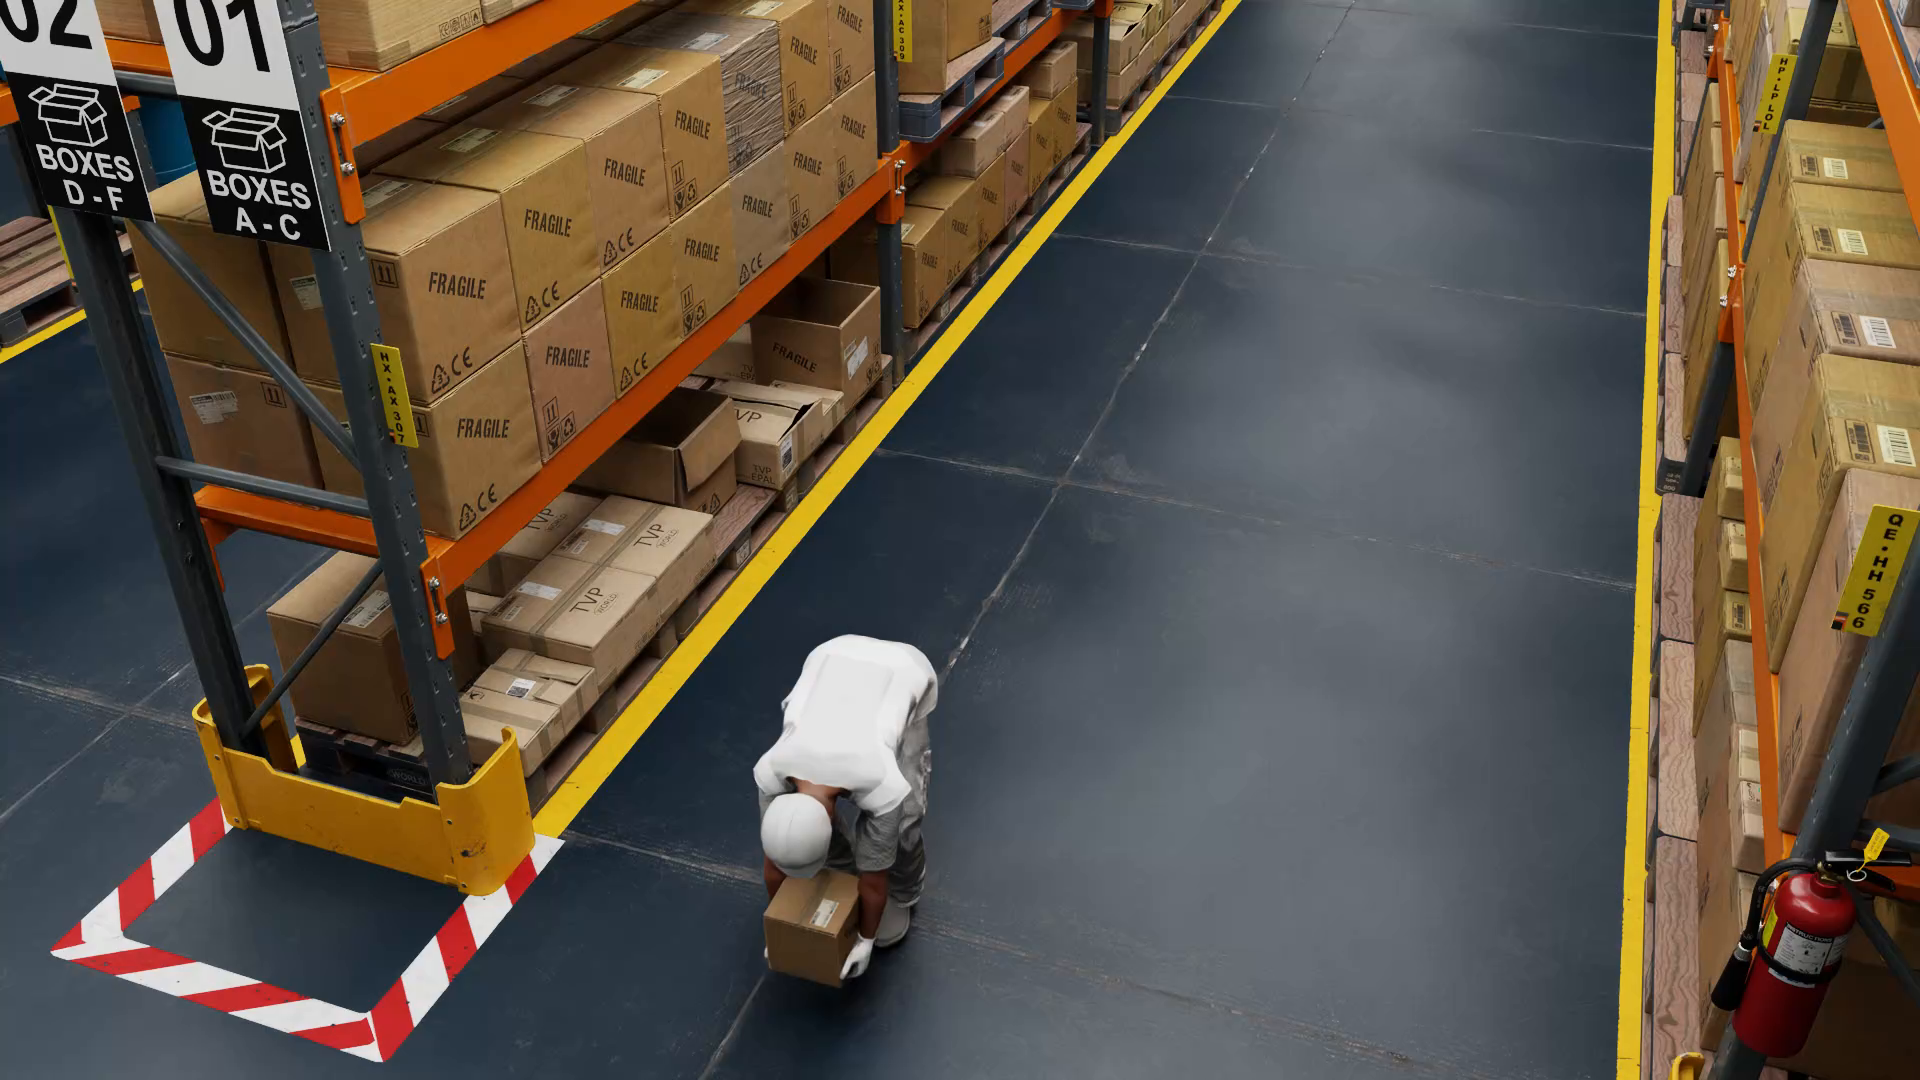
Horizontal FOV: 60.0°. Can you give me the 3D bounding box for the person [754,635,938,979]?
[{"bbox_3d":[-0.371,0.921,5.358,0.513,1.063,0.990,10,34,14],"label":"person"}]
